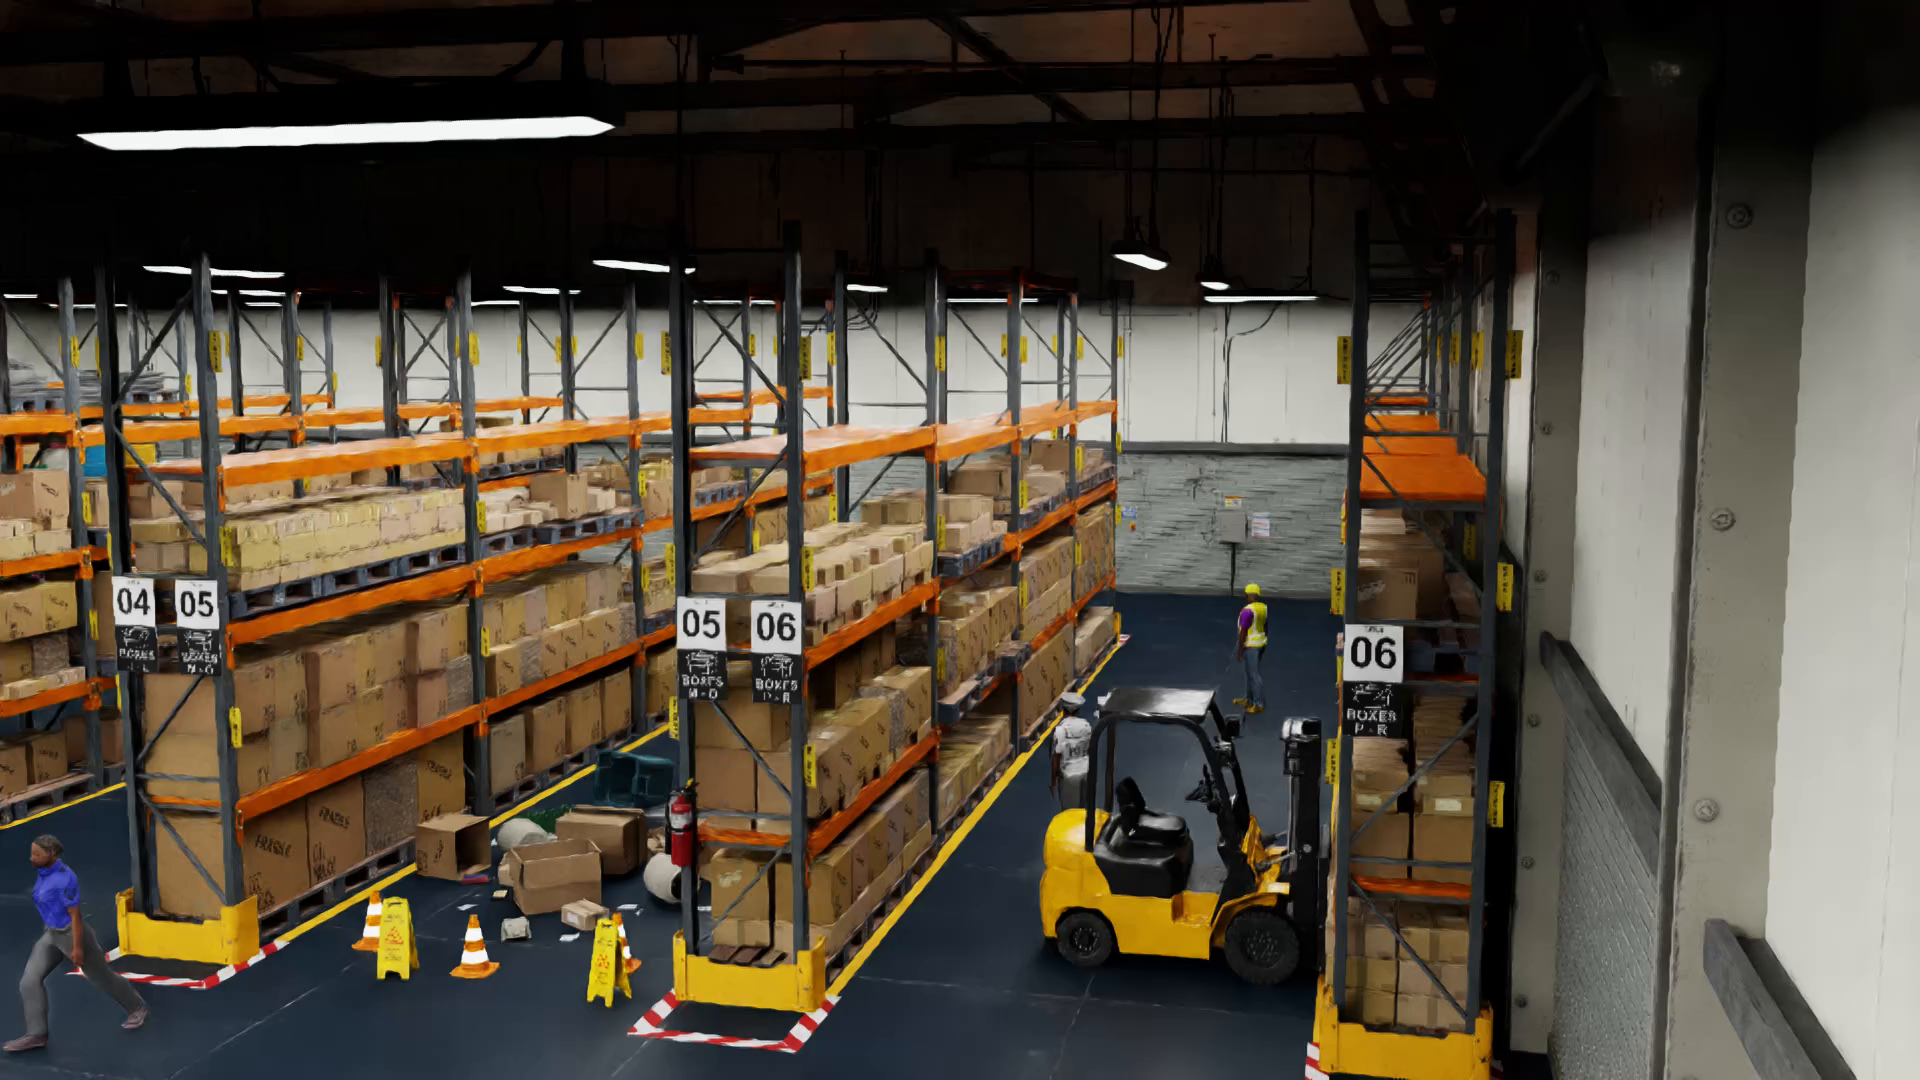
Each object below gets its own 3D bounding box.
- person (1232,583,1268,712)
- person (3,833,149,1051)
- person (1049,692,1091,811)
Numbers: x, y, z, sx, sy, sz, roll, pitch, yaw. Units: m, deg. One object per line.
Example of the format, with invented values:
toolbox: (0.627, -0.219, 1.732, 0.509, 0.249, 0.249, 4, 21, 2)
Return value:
person: (4.031, 1.467, 23.098, 0.592, 1.764, 0.687, 5, 8, 33)
person: (-6.499, 2.901, 12.188, 0.505, 1.578, 0.934, 5, 8, 35)
person: (1.083, 2.334, 16.398, 0.574, 1.665, 0.549, -7, 10, -45)
